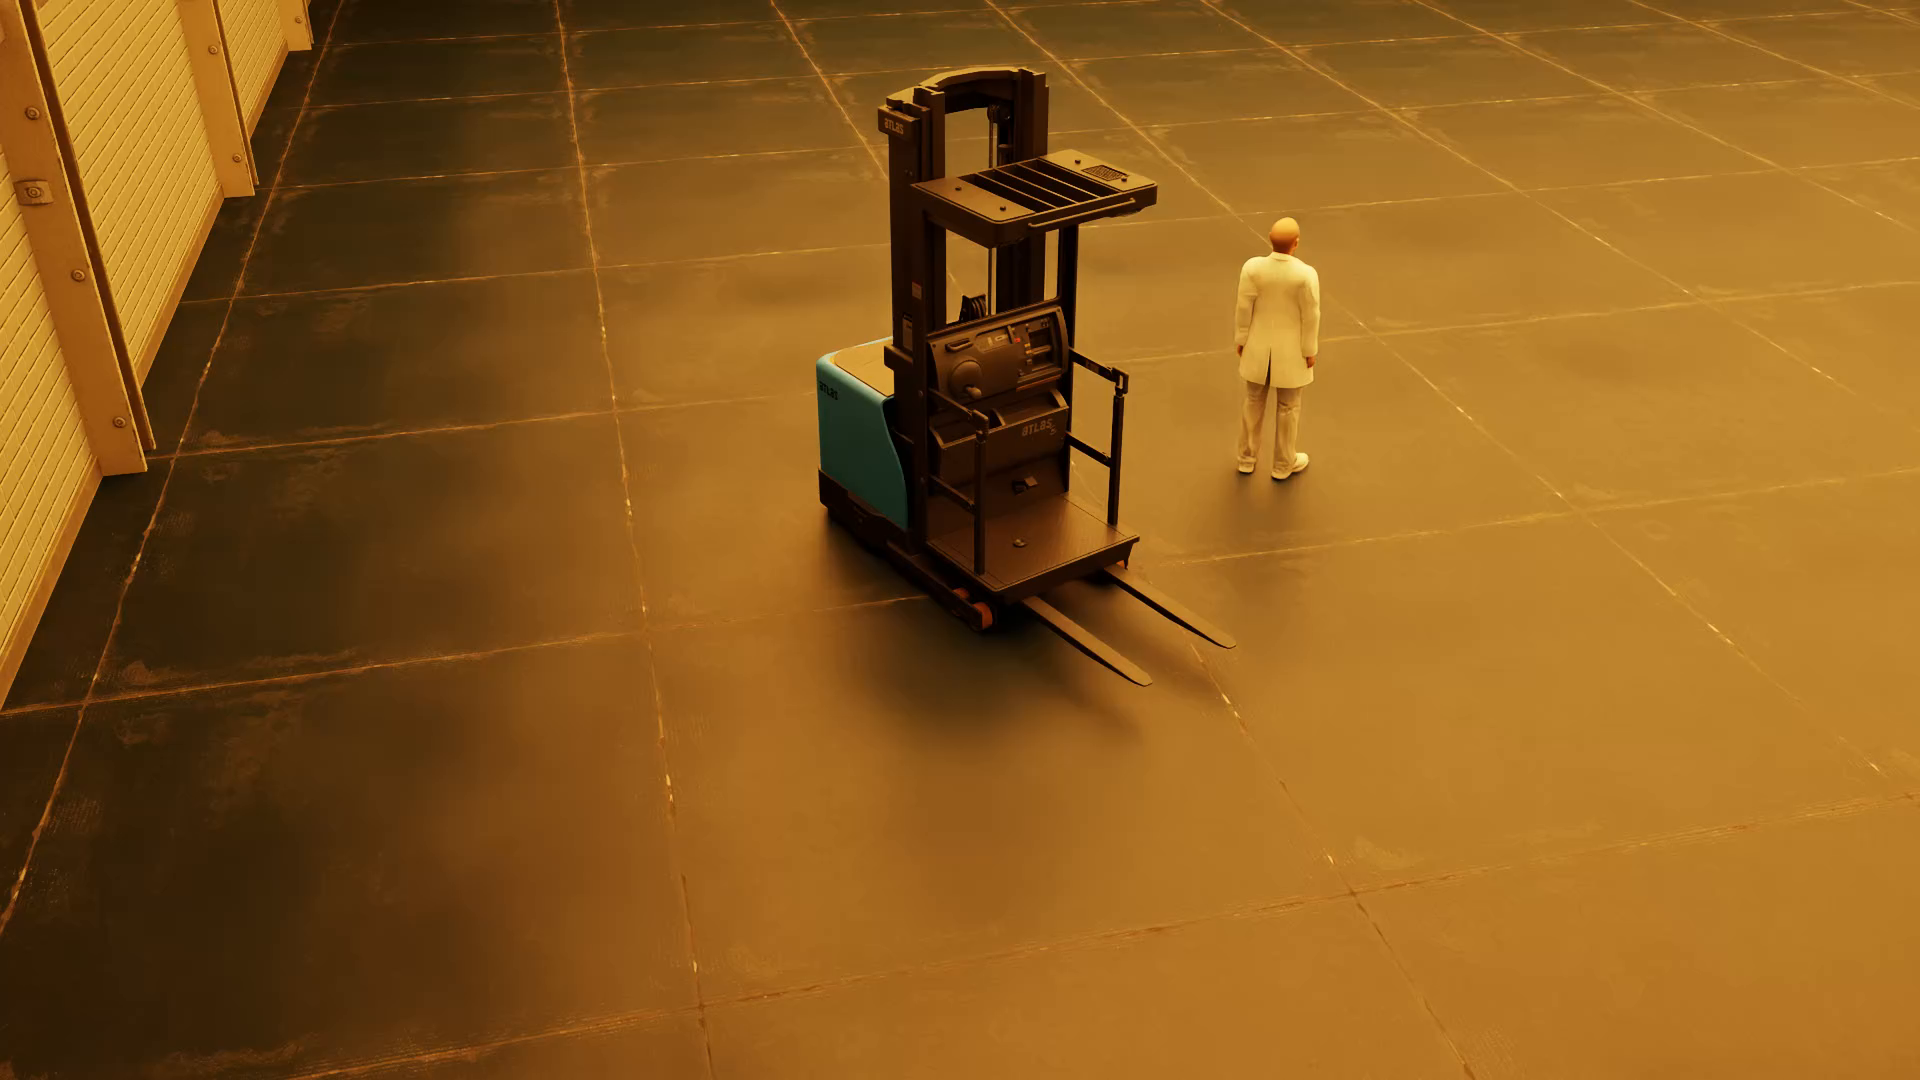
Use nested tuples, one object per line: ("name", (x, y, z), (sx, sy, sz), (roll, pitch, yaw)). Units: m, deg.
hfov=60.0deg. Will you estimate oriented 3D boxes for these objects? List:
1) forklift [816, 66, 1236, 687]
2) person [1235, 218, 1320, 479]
("forklift", (0.355, -1.021, 9.338), (1.130, 2.935, 3.031), (-20, 35, -30))
("person", (2.088, -1.275, 10.927), (0.550, 1.781, 0.392), (14, 33, 23))
